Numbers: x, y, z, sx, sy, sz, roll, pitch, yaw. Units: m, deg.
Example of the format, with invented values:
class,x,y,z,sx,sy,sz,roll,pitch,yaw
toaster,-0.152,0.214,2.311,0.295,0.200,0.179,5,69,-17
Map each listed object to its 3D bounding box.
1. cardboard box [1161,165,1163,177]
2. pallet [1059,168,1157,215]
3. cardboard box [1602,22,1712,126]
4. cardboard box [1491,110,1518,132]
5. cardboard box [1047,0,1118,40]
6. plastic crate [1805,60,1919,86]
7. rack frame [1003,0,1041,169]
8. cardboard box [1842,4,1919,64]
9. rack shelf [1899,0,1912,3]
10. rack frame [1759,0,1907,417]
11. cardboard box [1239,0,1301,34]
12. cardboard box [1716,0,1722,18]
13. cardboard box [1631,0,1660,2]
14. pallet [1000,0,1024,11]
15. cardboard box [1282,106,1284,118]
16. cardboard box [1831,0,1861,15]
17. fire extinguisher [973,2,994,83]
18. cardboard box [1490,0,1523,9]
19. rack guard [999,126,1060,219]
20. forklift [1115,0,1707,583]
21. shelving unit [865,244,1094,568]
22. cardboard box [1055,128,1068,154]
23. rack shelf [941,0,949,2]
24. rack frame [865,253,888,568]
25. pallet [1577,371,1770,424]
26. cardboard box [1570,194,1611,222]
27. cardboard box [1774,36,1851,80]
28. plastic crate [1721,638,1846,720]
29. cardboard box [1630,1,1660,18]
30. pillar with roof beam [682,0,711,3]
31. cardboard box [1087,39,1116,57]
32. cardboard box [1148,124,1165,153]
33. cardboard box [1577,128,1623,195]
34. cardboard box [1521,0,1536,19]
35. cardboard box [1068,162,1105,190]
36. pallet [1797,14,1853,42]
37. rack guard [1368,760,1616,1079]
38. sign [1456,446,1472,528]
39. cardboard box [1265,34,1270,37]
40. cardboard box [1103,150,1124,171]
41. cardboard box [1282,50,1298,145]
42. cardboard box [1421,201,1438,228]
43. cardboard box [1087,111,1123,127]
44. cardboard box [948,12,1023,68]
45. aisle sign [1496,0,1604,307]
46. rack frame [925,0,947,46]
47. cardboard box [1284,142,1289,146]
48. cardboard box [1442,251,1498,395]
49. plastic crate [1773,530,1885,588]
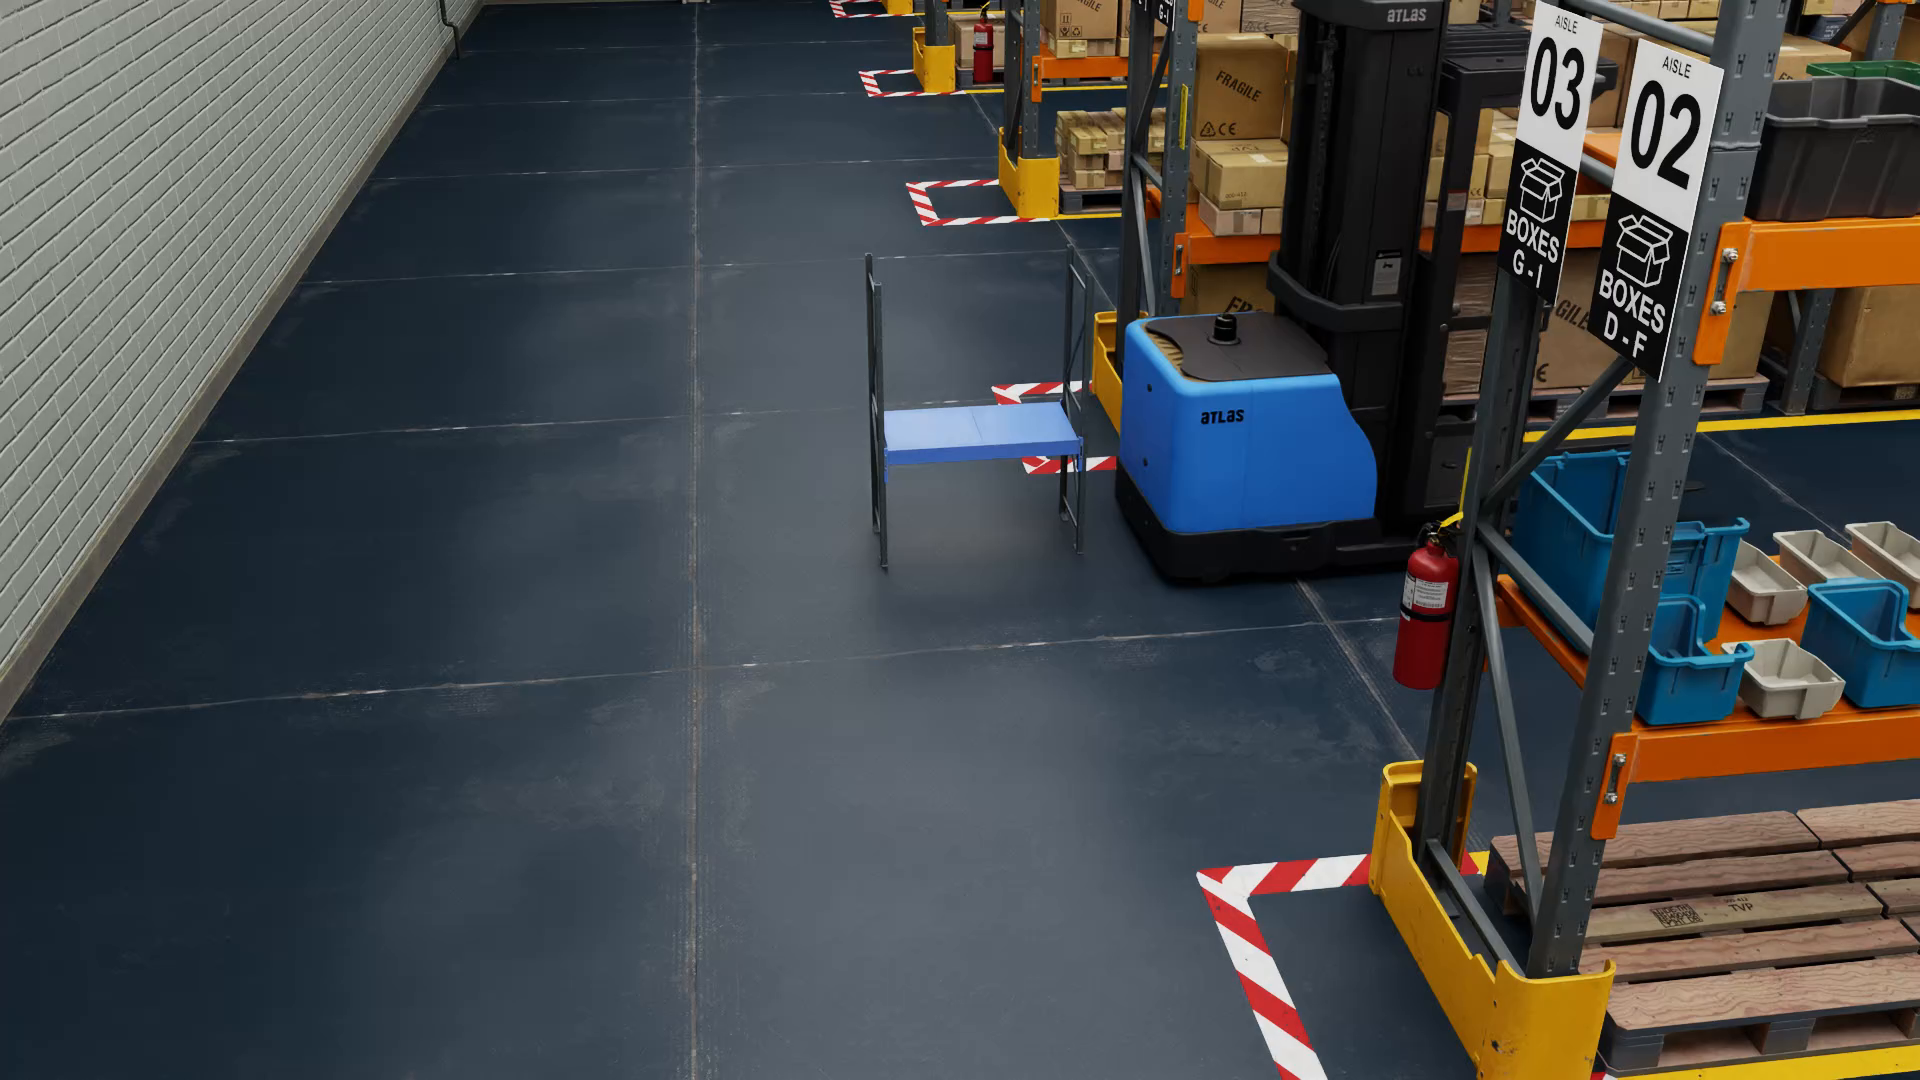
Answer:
class,x,y,z,sx,sy,sz,roll,pitch,yaw
cardboard box,1.841,-3.160,14.286,0.250,0.149,0.380,-3,27,-6
pallet,1.401,-3.114,14.587,1.213,0.211,1.003,-4,27,-7
cardboard box,4.069,-2.776,9.892,0.500,0.500,0.500,-4,27,-7
cardboard box,3.072,-2.381,9.943,0.500,0.250,0.500,-4,27,-7
cardboard box,0.999,-4.394,13.593,0.500,0.500,0.500,-2,27,-5
plastic crate,2.734,-1.258,4.863,0.336,0.188,0.450,-4,27,-7
rack frame,0.516,-4.314,13.872,0.127,3.000,1.000,-4,27,-7
cardboard box,5.699,-2.855,9.820,0.637,0.503,0.797,-4,27,-8
rack shelf,7.049,-3.461,9.712,4.000,0.370,1.077,-4,27,-7
rack frame,5.068,-2.320,9.985,0.127,3.000,1.000,-4,27,-7
cardboard box,2.516,-4.501,13.800,0.500,0.500,0.500,-4,27,-8
cardboard box,6.474,-4.561,14.168,0.250,0.149,0.380,-5,28,-9
cardboard box,5.701,-4.644,14.004,0.250,0.149,0.380,-5,28,-9
pallet,1.101,-7.680,23.487,1.213,0.211,1.003,-4,27,-7
cardboard box,2.806,-3.733,14.751,0.250,0.149,0.380,-5,28,-9
cardboard box,7.513,-4.627,14.297,0.250,0.149,0.380,-3,27,-6
fire extinguisher,0.202,-4.306,14.350,0.183,0.674,0.296,-4,27,-7
cardboard box,4.843,-4.758,14.553,0.250,0.149,0.380,-4,27,-8
rack guard,0.591,-3.207,14.452,0.348,0.500,1.175,-4,27,-7
forklift,2.410,-1.408,8.283,3.031,2.935,1.130,-5,28,-10
shelving unit,0.084,-0.673,8.418,1.048,1.500,0.538,-4,27,-7
cardboard box,0.999,-3.527,14.676,0.250,0.149,0.380,-4,27,-8
rack shelf,1.707,-6.352,18.632,4.000,0.370,1.077,-4,27,-7
rack frame,-0.419,-0.640,8.355,0.032,1.500,0.500,-4,27,-7
pallet,4.304,-1.066,10.596,1.213,0.211,1.003,-4,27,-7
cardboard box,3.539,-1.958,9.556,0.250,0.149,0.380,-4,27,-8
cardboard box,4.650,-2.569,9.488,0.500,0.500,0.500,-3,27,-6
plastic crate,2.417,0.415,4.879,0.298,0.136,0.250,-4,27,-7
cardboard box,5.702,-4.510,14.070,0.250,0.149,0.380,-3,27,-7
pillar with roof beam,-3.165,-9.748,17.891,0.400,9.000,9.100,-4,27,-7
cardboard box,1.129,-4.109,13.748,0.250,0.149,0.380,-3,27,-5
cardboard box,1.606,-3.407,14.115,0.250,0.149,0.380,-4,27,-7
cardboard box,3.650,-2.172,9.536,0.500,0.250,0.500,-3,27,-6
cardboard box,4.931,-4.460,13.973,0.250,0.149,0.380,-5,28,-10
cardboard box,1.080,-3.121,14.210,0.250,0.149,0.380,-3,27,-6
pallet,7.747,-4.644,14.725,1.003,0.211,1.213,-4,27,-7
rack guard,1.775,1.293,5.682,0.348,0.500,1.175,-4,27,-7
sign,1.704,-0.146,5.571,0.005,0.325,0.100,-4,27,-7
cardboard box,2.420,-4.197,13.919,0.250,0.149,0.380,-3,27,-5
cardboard box,1.350,-3.274,14.182,0.250,0.149,0.380,-4,27,-7
cardboard box,2.115,-2.405,9.168,0.500,0.500,0.500,-4,27,-8
cardboard box,2.522,-1.893,9.429,0.250,0.149,0.380,-4,27,-8
cardboard box,1.262,-3.635,14.560,0.250,0.149,0.380,-3,27,-6
cardboard box,0.366,-5.679,18.879,0.875,0.438,0.875,-5,28,-9
aisle sign,1.685,-1.111,4.781,0.004,0.787,0.394,-4,27,-7
rack frame,-0.274,-6.545,18.220,0.127,3.000,1.000,-4,27,-7
cardboard box,2.134,-2.075,9.347,0.500,0.250,0.500,-4,27,-8
cardboard box,2.631,-1.442,10.141,0.875,0.875,0.875,-4,27,-7
plastic crate,2.868,0.119,5.456,0.243,0.136,0.396,-4,27,-7
